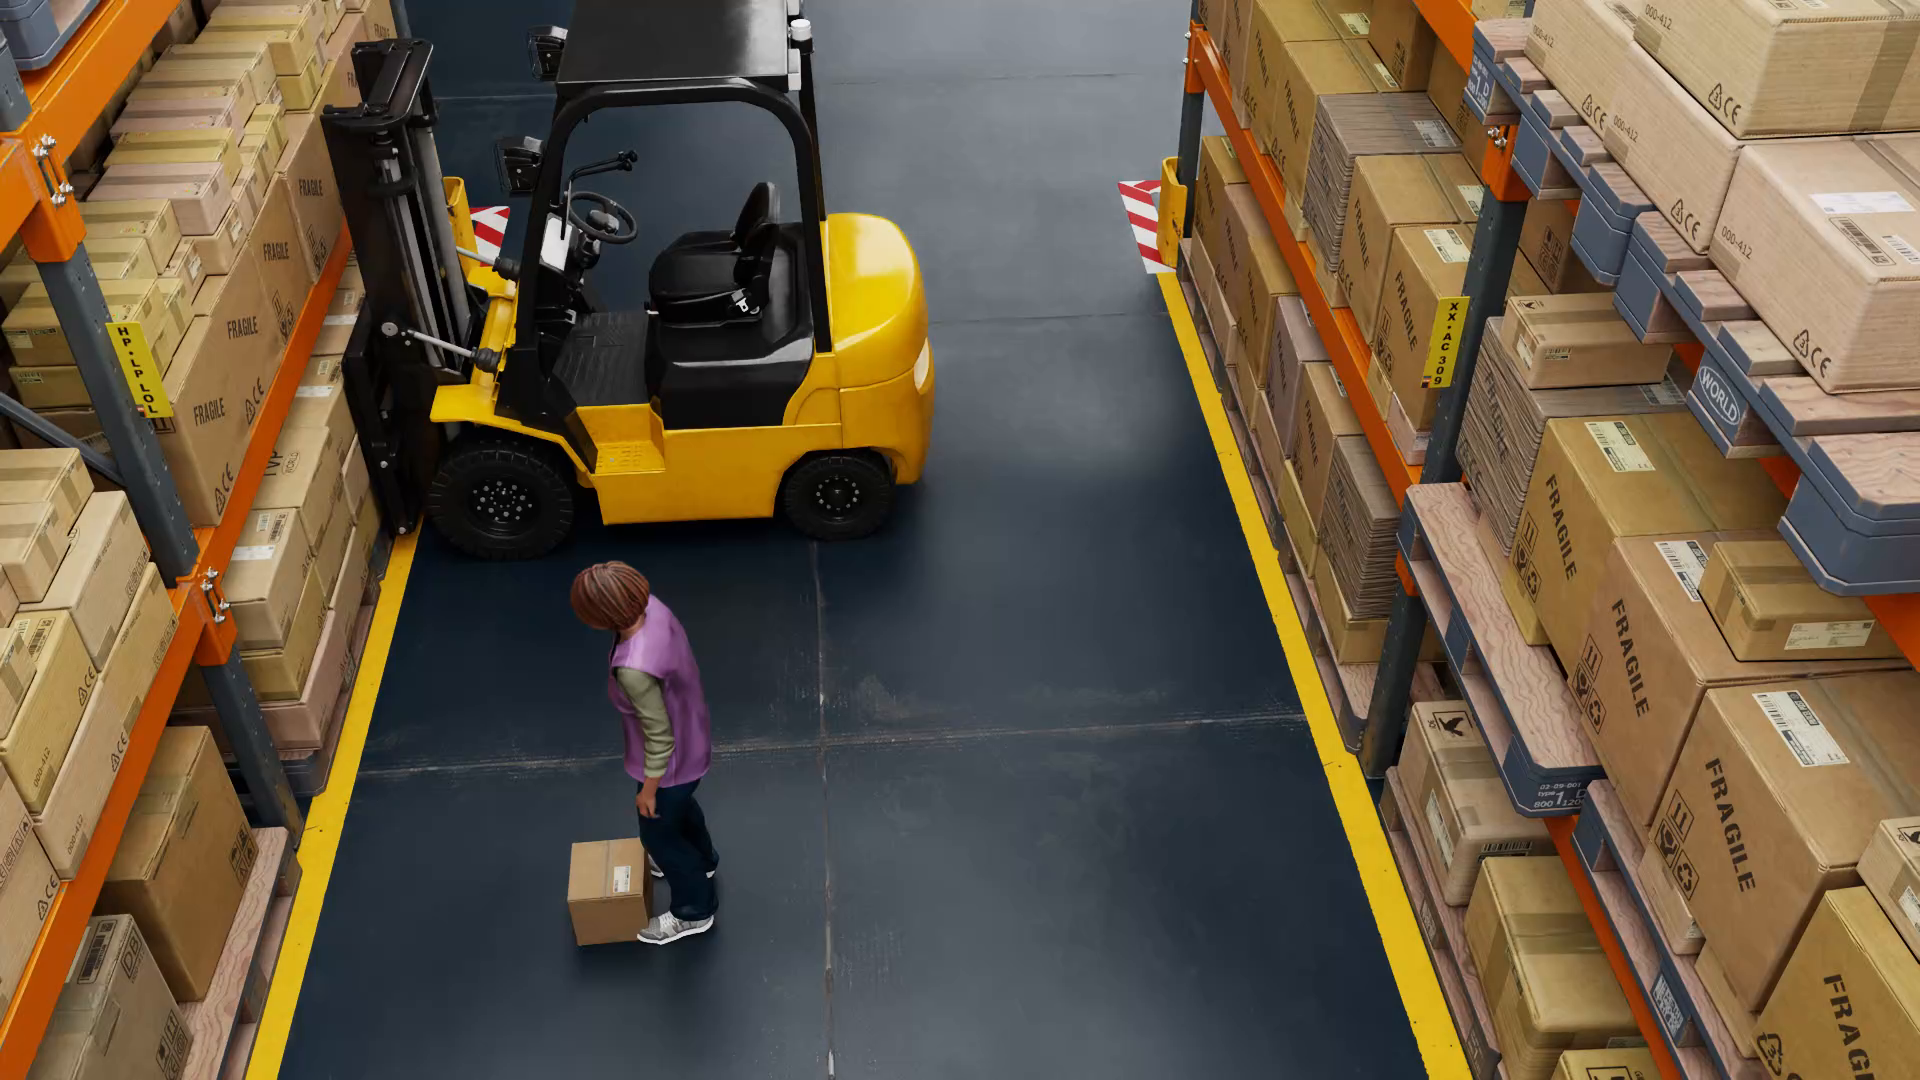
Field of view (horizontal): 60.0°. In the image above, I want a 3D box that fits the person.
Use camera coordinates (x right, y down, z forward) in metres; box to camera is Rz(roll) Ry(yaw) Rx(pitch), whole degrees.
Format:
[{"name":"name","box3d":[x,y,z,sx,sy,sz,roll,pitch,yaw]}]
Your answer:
[{"name":"person","box3d":[-0.968,0.677,5.347,0.349,1.593,0.467,-4,40,-4]}]
